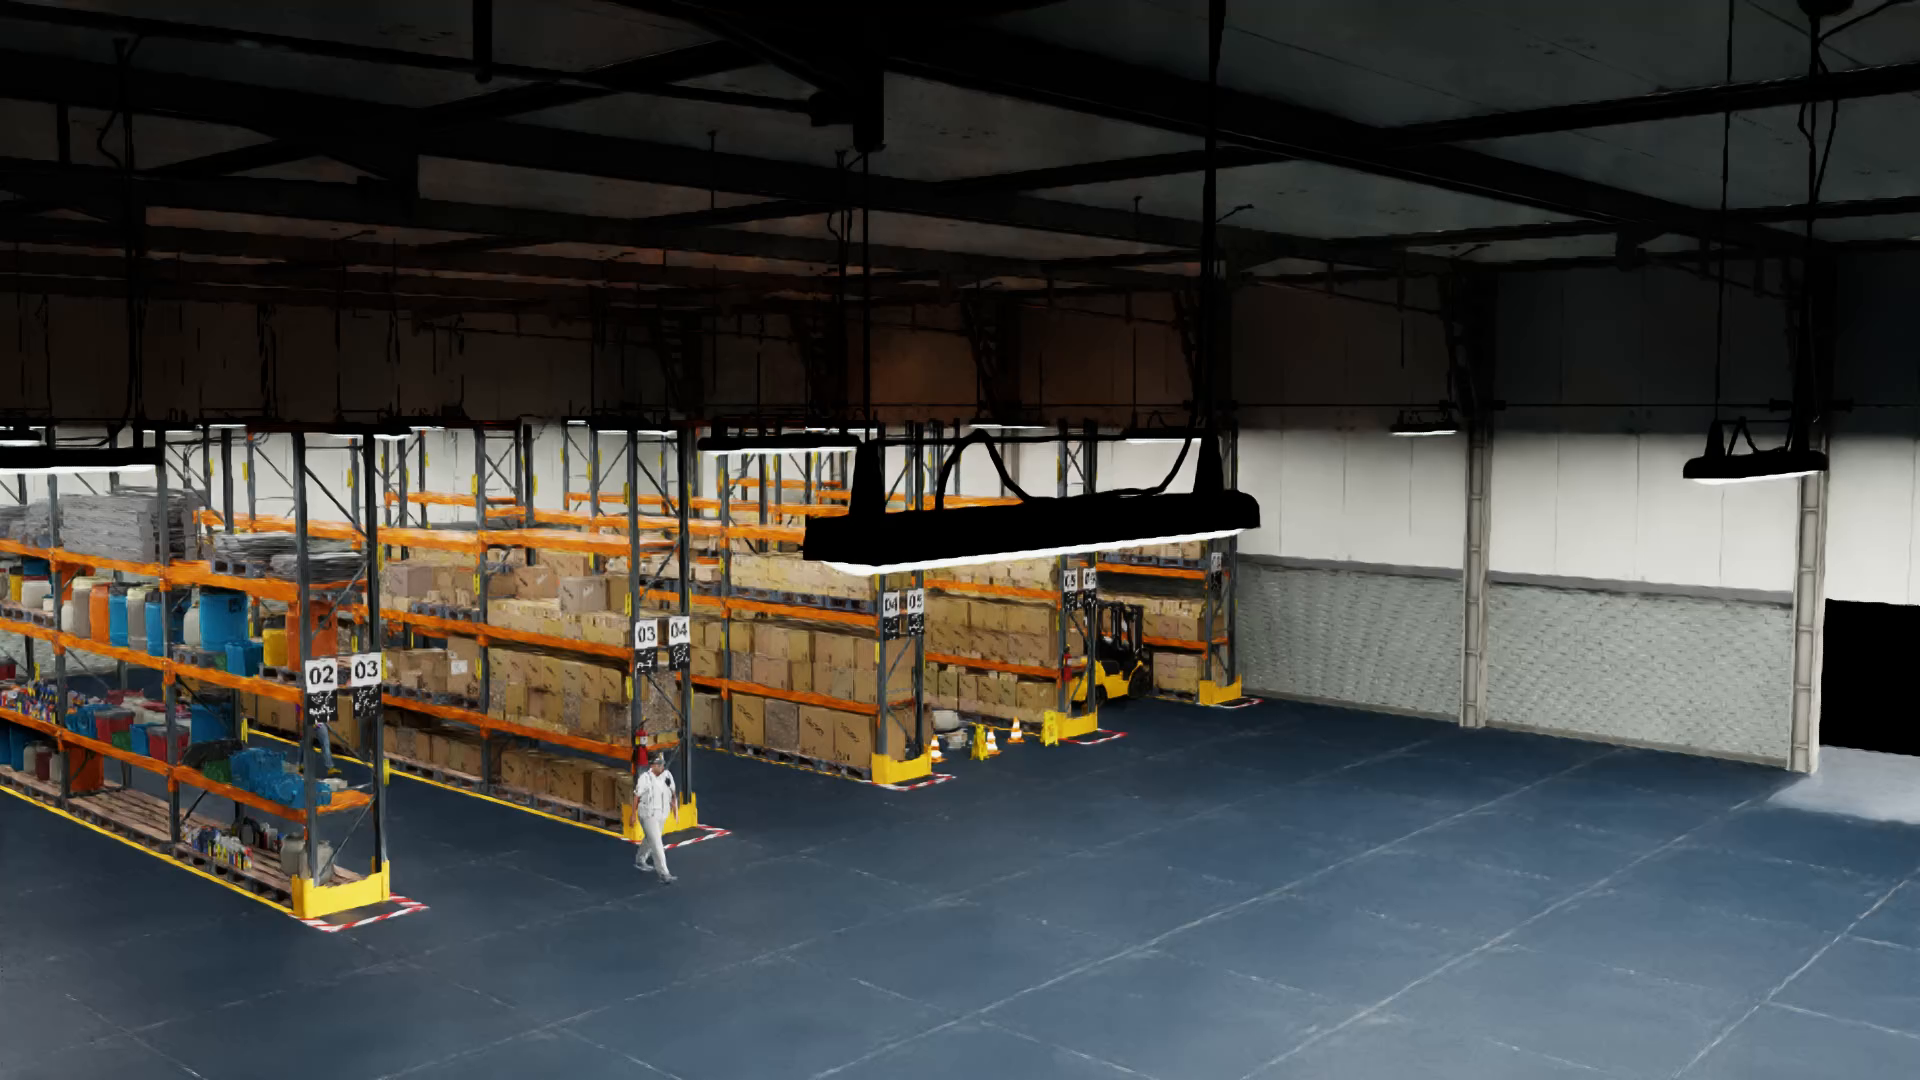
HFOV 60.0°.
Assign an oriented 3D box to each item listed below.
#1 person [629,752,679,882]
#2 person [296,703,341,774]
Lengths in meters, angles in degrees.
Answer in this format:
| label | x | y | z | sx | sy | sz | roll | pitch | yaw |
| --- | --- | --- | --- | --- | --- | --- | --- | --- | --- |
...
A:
| label | x | y | z | sx | sy | sz | roll | pitch | yaw |
| --- | --- | --- | --- | --- | --- | --- | --- | --- | --- |
| person | -4.049 | 3.654 | 22.215 | 1.040 | 1.712 | 0.554 | 4 | 6 | 41 |
| person | -11.054 | 3.153 | 28.443 | 1.114 | 1.691 | 0.577 | 5 | 7 | 44 |
